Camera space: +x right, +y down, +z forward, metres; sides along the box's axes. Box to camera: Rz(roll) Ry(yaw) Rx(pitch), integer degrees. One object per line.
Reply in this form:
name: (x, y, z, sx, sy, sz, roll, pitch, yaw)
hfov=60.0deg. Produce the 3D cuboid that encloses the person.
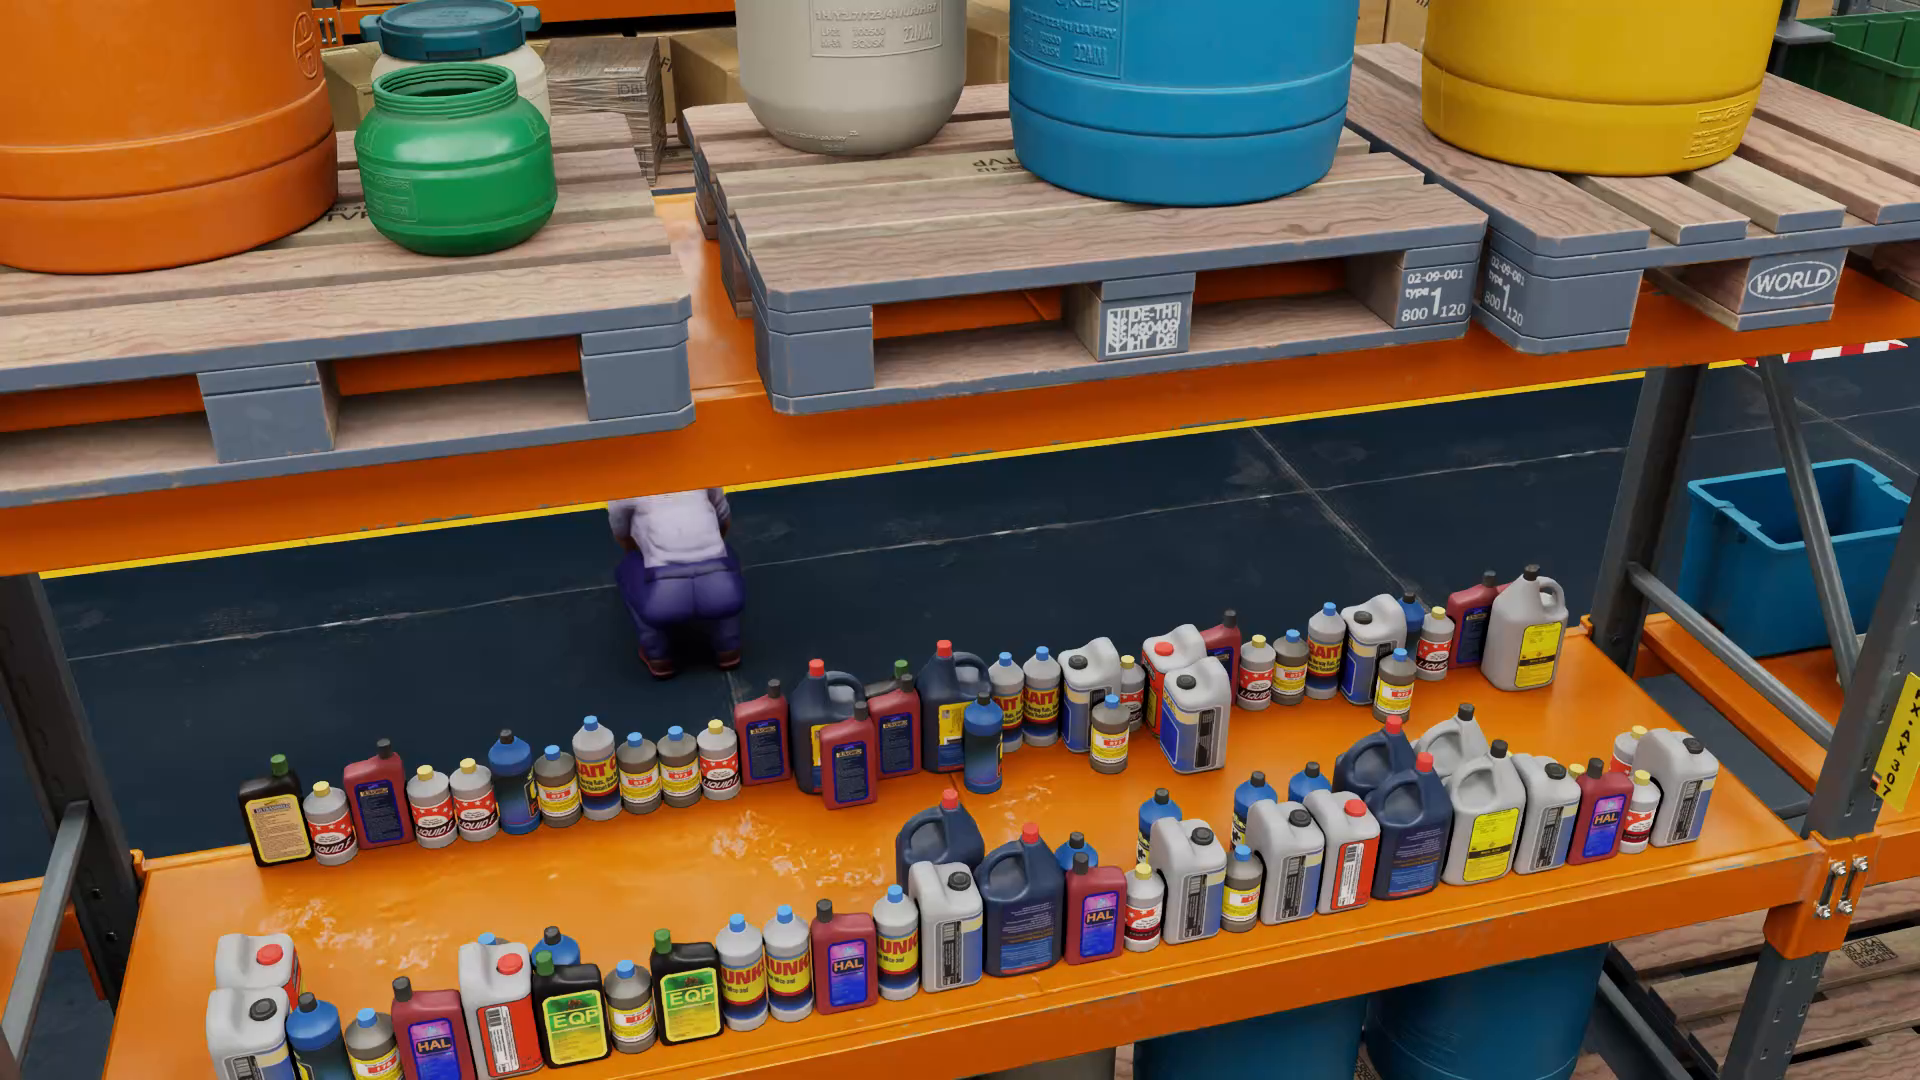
person: (-1.160, 0.030, 6.826, 0.529, 0.919, 0.837, -8, 31, -13)
